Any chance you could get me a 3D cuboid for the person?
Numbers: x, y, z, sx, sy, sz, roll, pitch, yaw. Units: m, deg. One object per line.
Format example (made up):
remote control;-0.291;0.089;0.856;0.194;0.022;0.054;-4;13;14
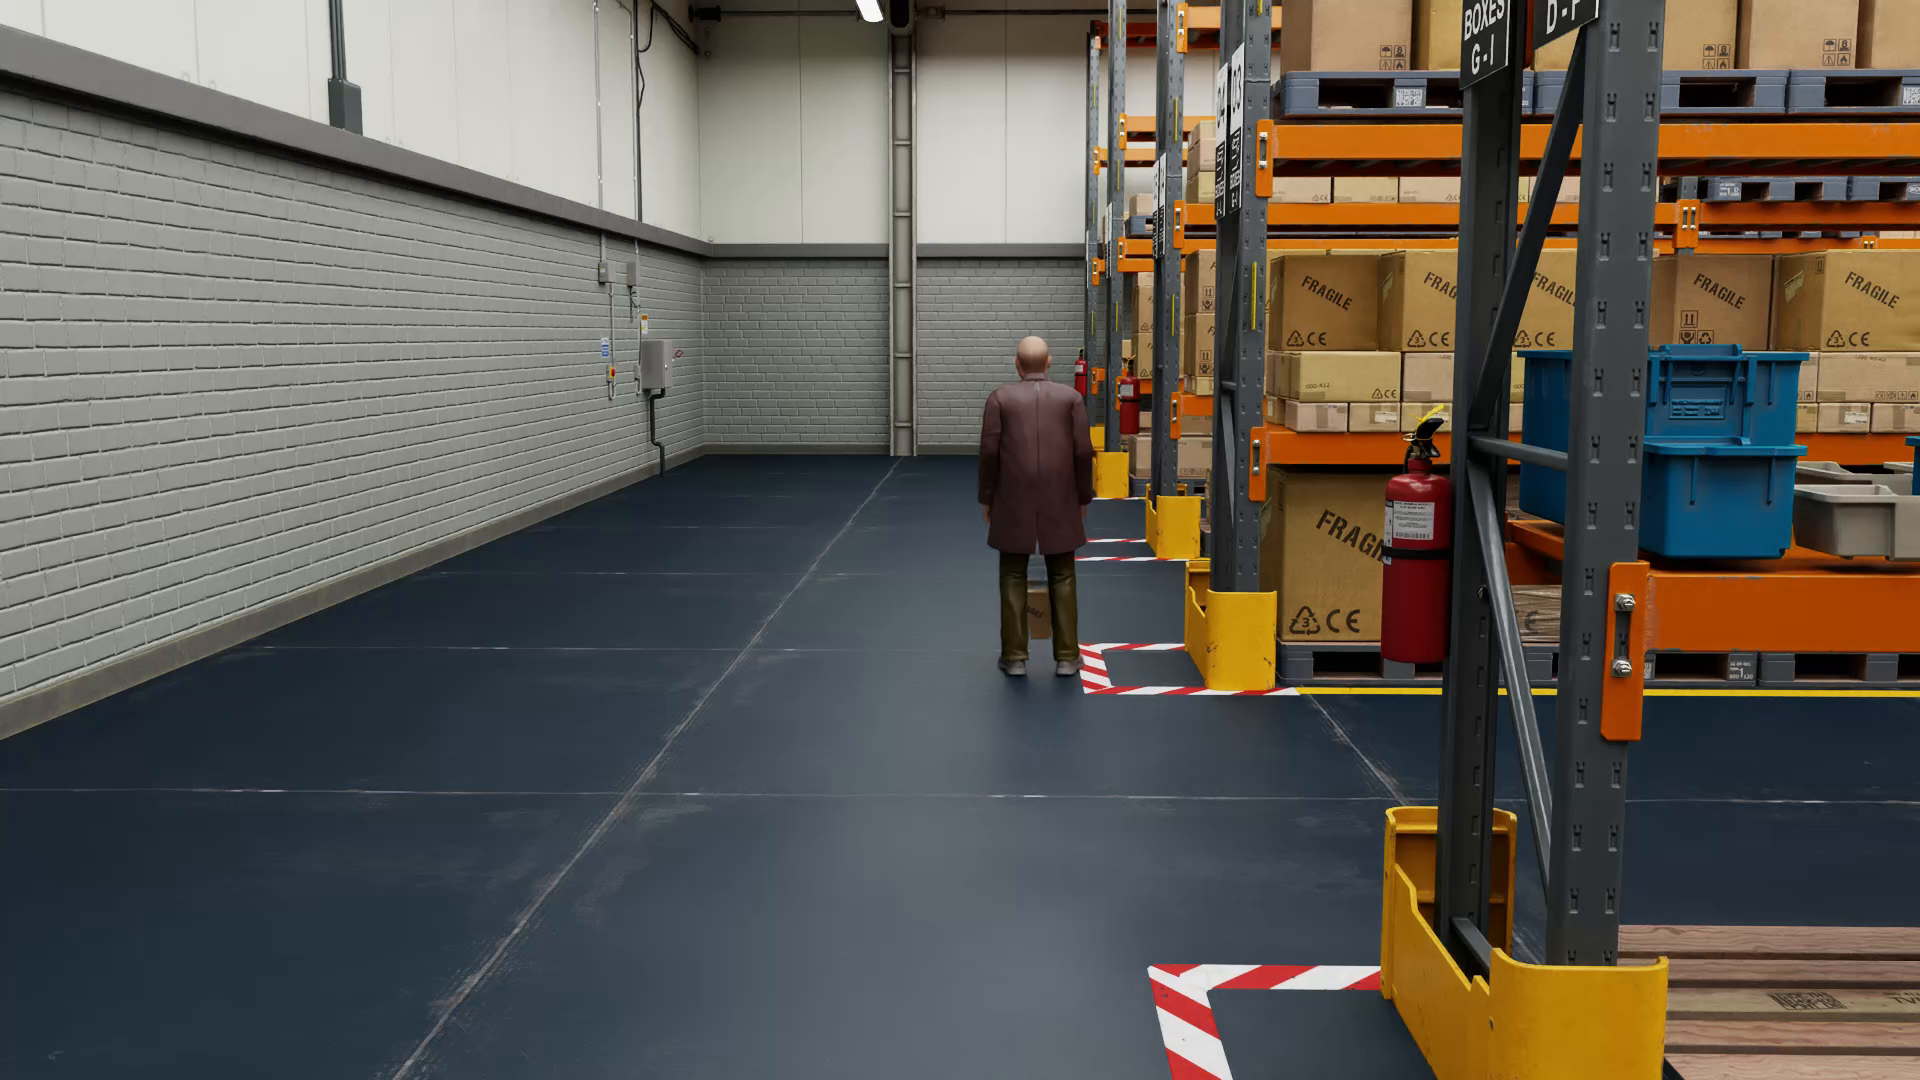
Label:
person;0.397;-0.179;8.768;0.607;1.774;0.425;0;7;-1
